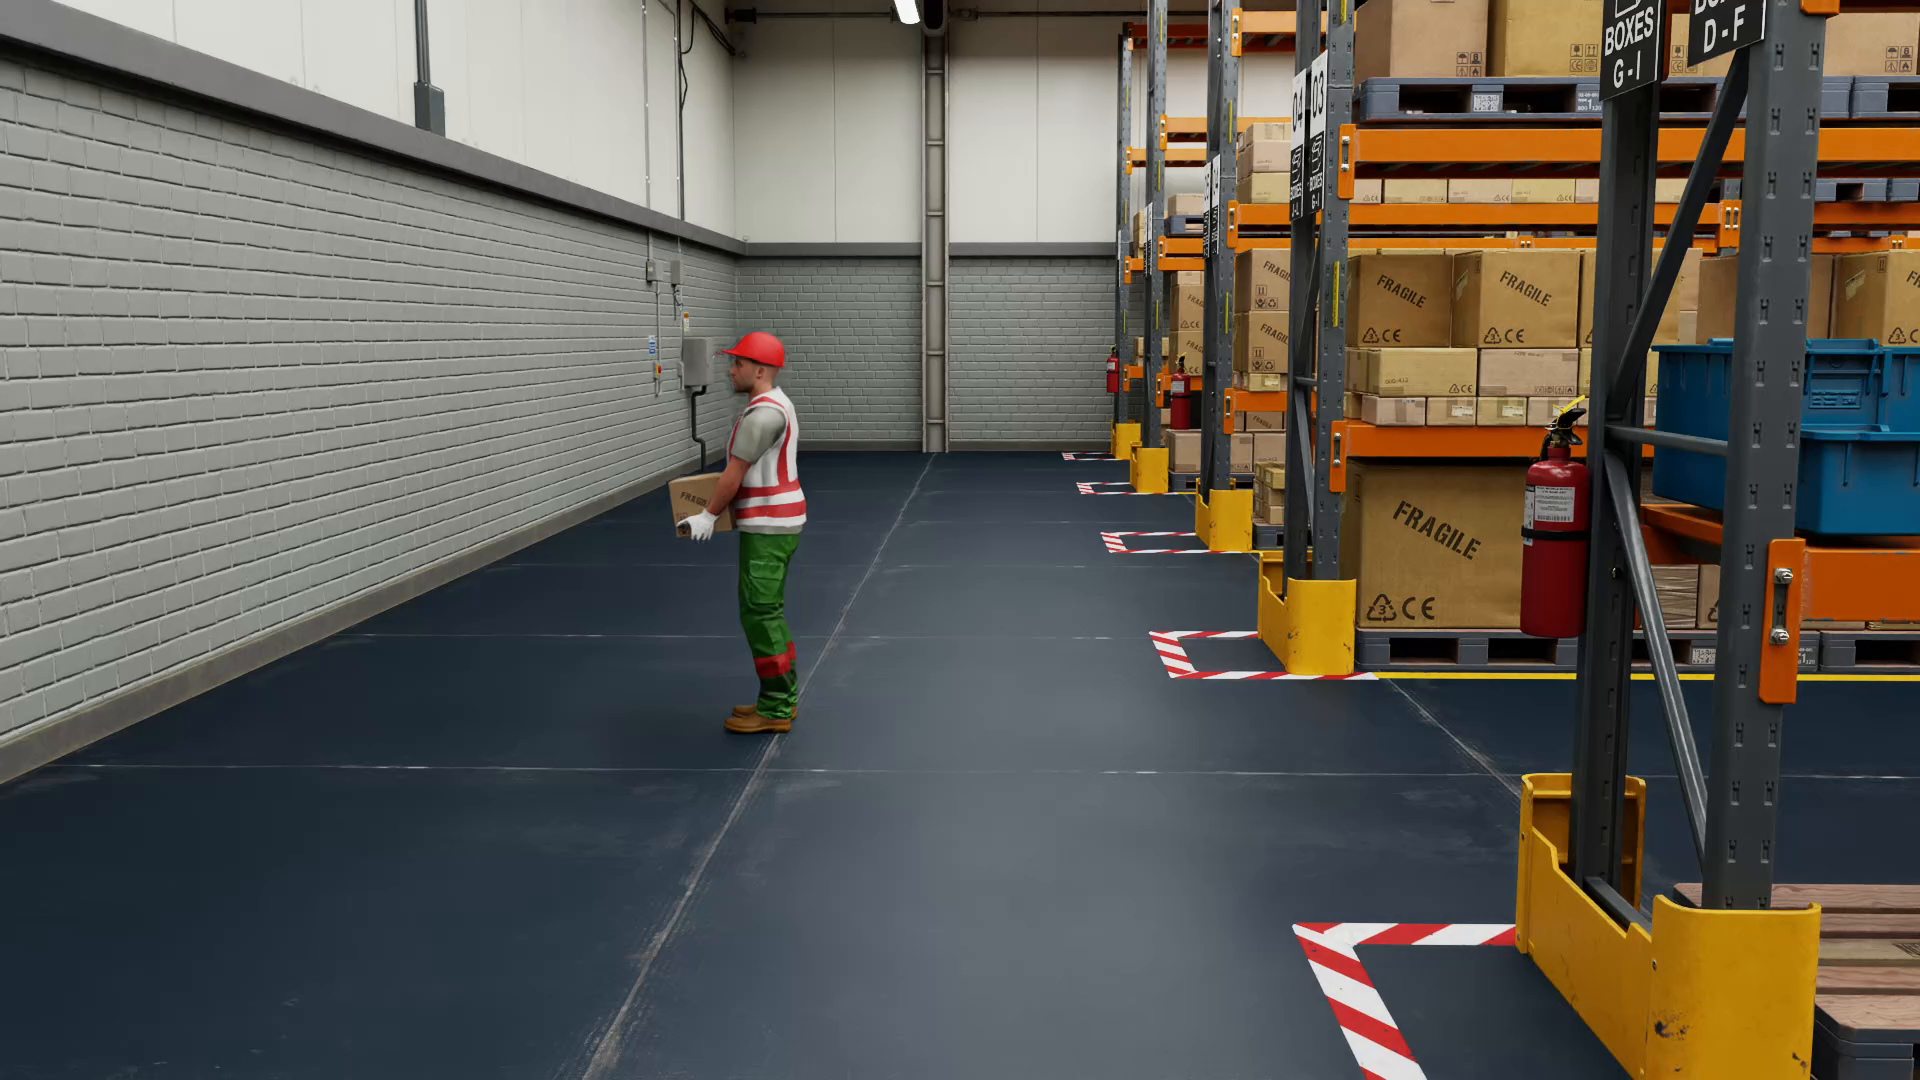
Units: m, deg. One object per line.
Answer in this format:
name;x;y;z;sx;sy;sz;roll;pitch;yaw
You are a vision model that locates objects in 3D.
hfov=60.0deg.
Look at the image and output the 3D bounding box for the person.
person;-0.976;-0.039;7.485;0.566;1.785;0.495;0;7;0
